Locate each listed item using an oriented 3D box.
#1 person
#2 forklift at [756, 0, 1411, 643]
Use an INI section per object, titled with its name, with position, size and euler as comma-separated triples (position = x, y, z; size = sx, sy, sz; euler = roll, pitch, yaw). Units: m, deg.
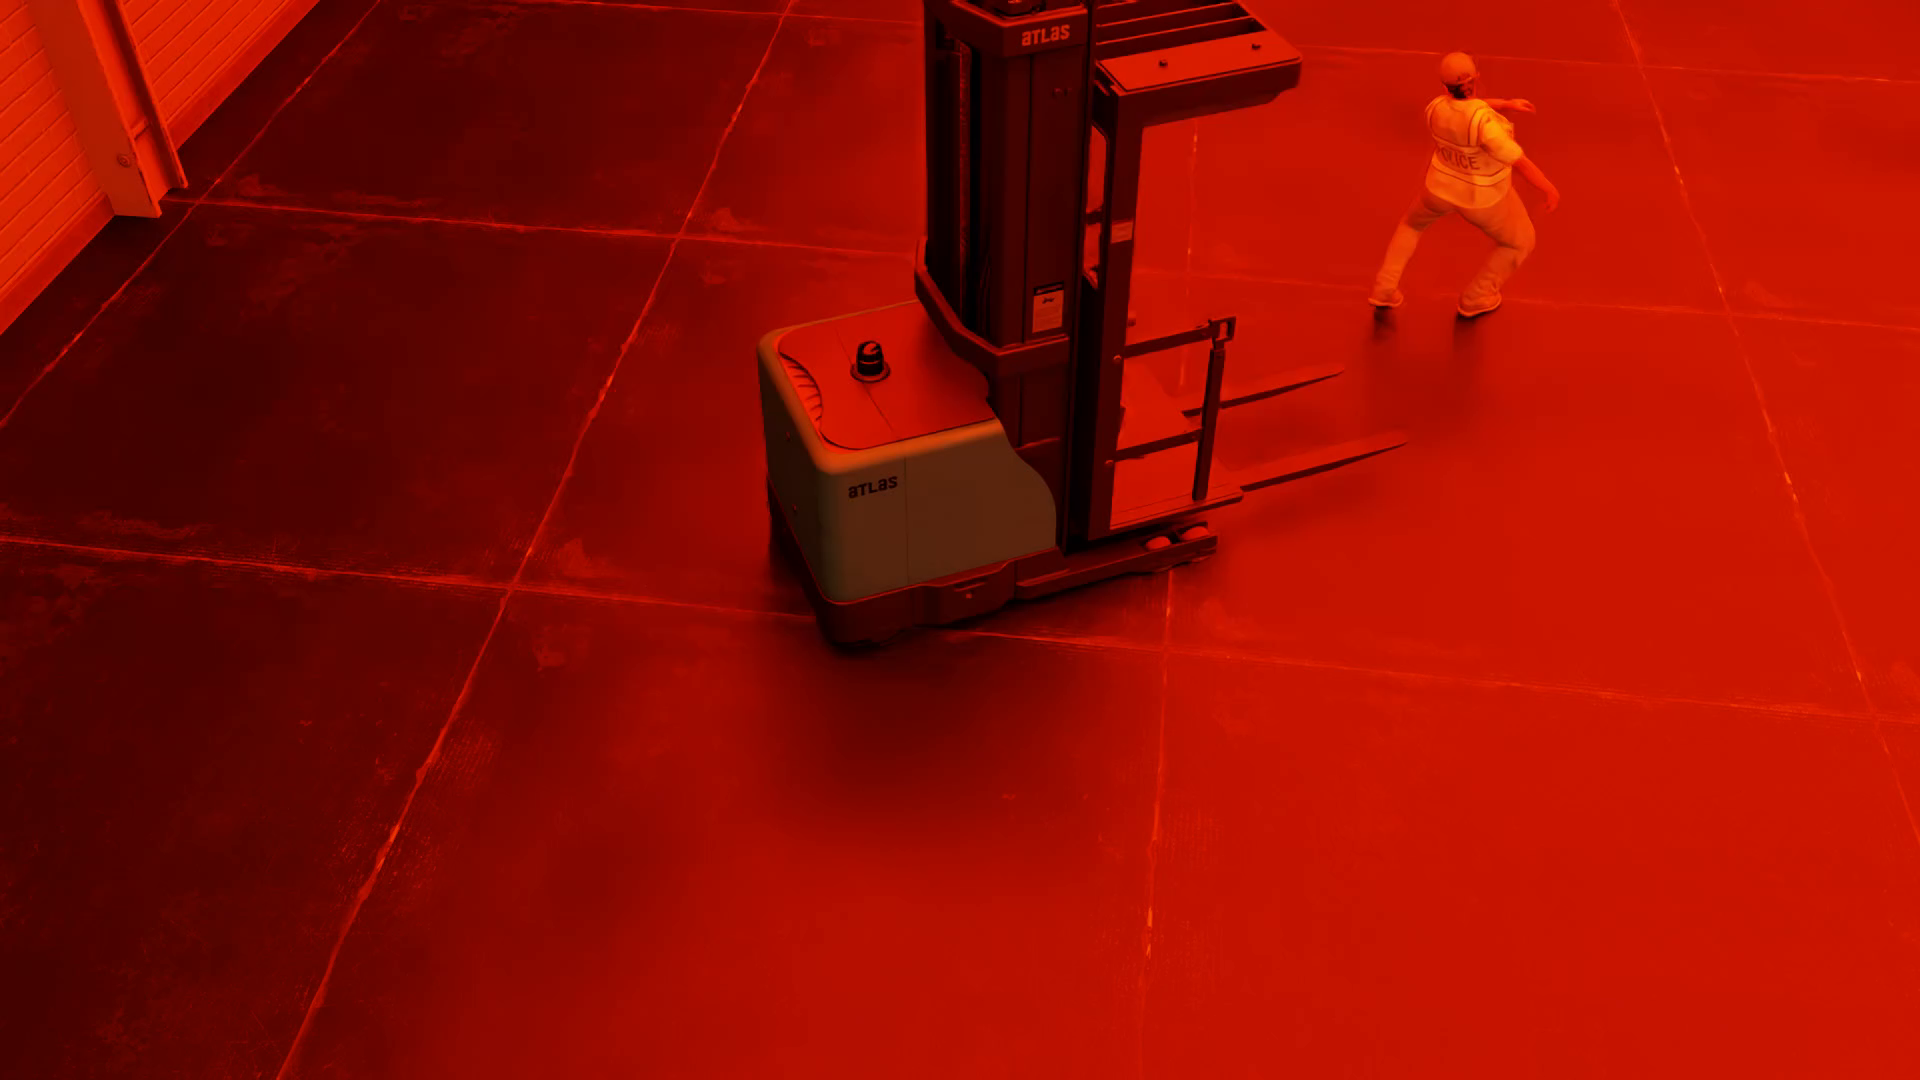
[person]
position = 2.761, -1.864, 8.793
size = 0.811, 1.507, 0.784
euler = 29, 50, 28
[forklift]
position = 0.664, -1.250, 7.085
size = 3.031, 2.935, 1.130
euler = -15, 45, -15
